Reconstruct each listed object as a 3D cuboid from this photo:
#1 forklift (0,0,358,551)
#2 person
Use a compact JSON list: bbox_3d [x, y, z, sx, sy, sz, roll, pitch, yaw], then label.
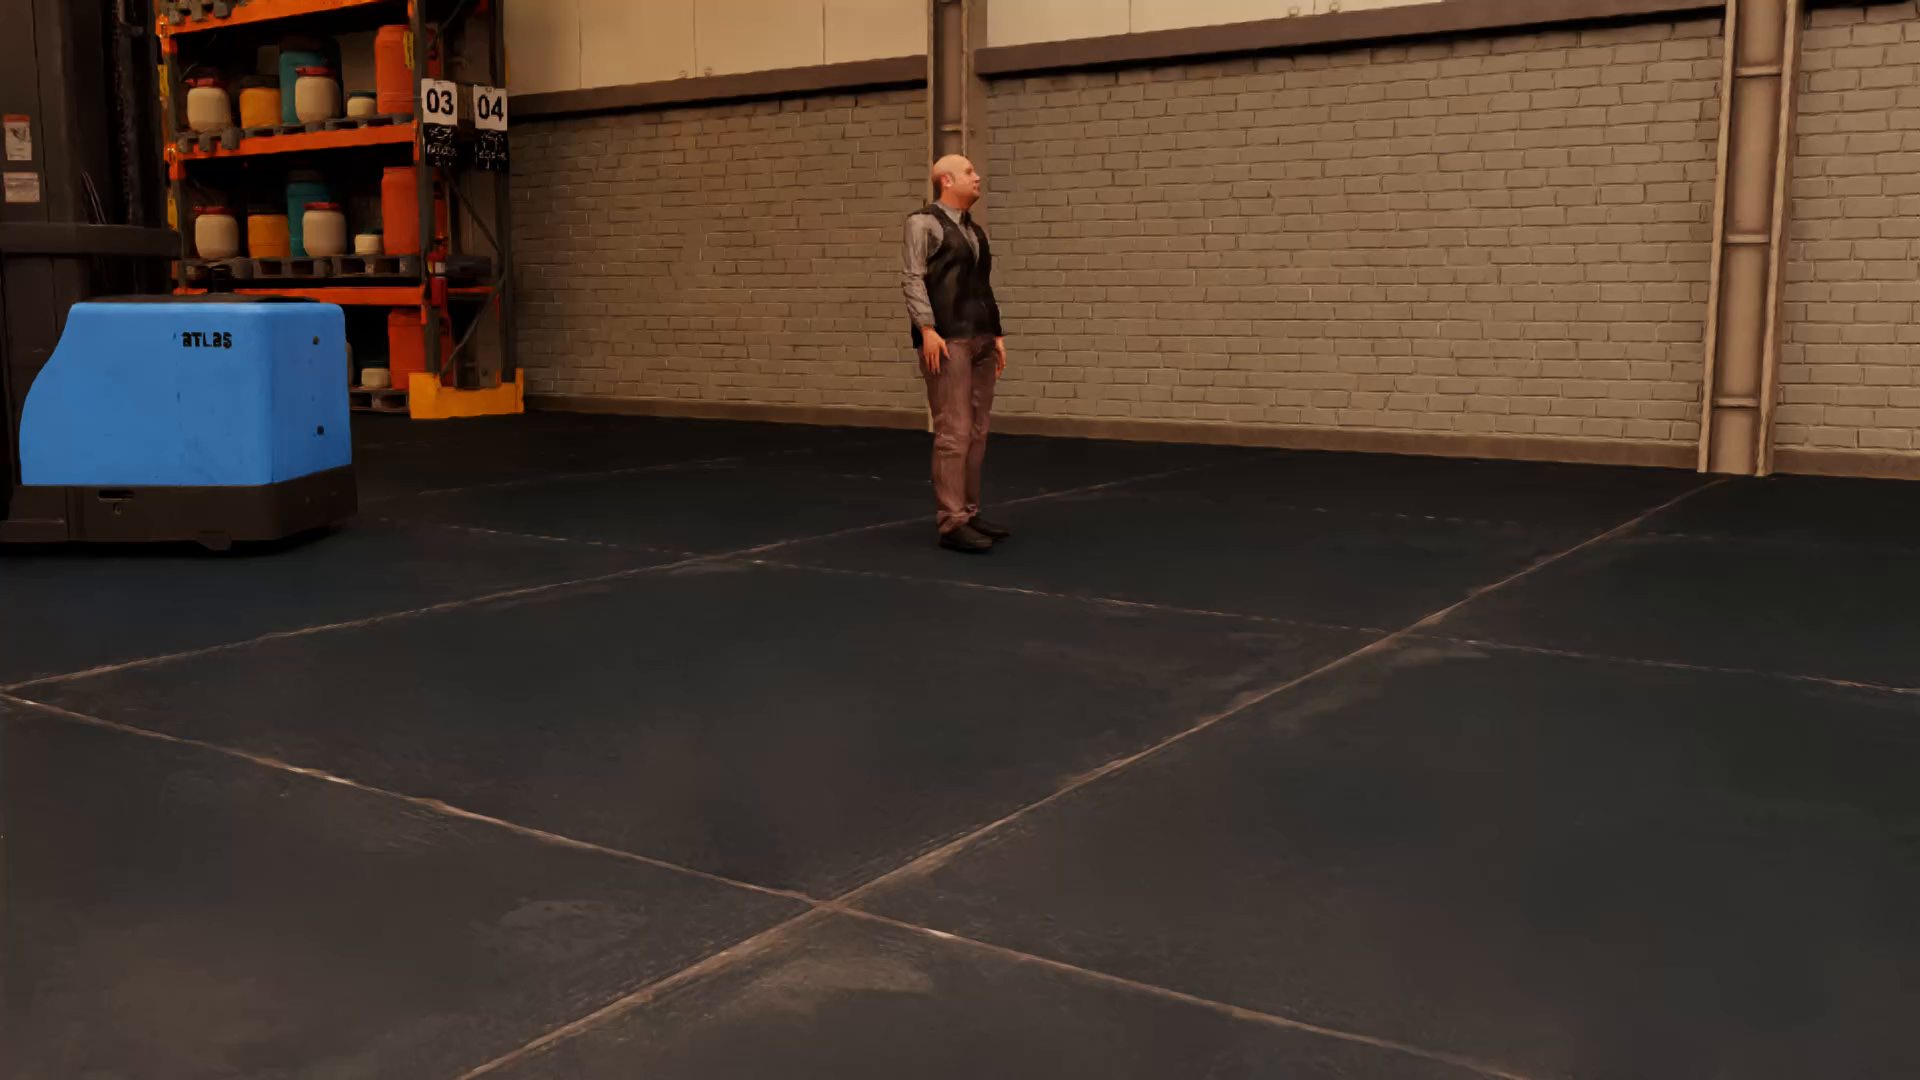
[{"bbox_3d":[-4.417,-1.450,7.392,3.031,2.935,1.130,0,8,1],"label":"forklift"},{"bbox_3d":[0.047,-0.853,7.440,0.567,1.720,0.632,5,10,34],"label":"person"}]
